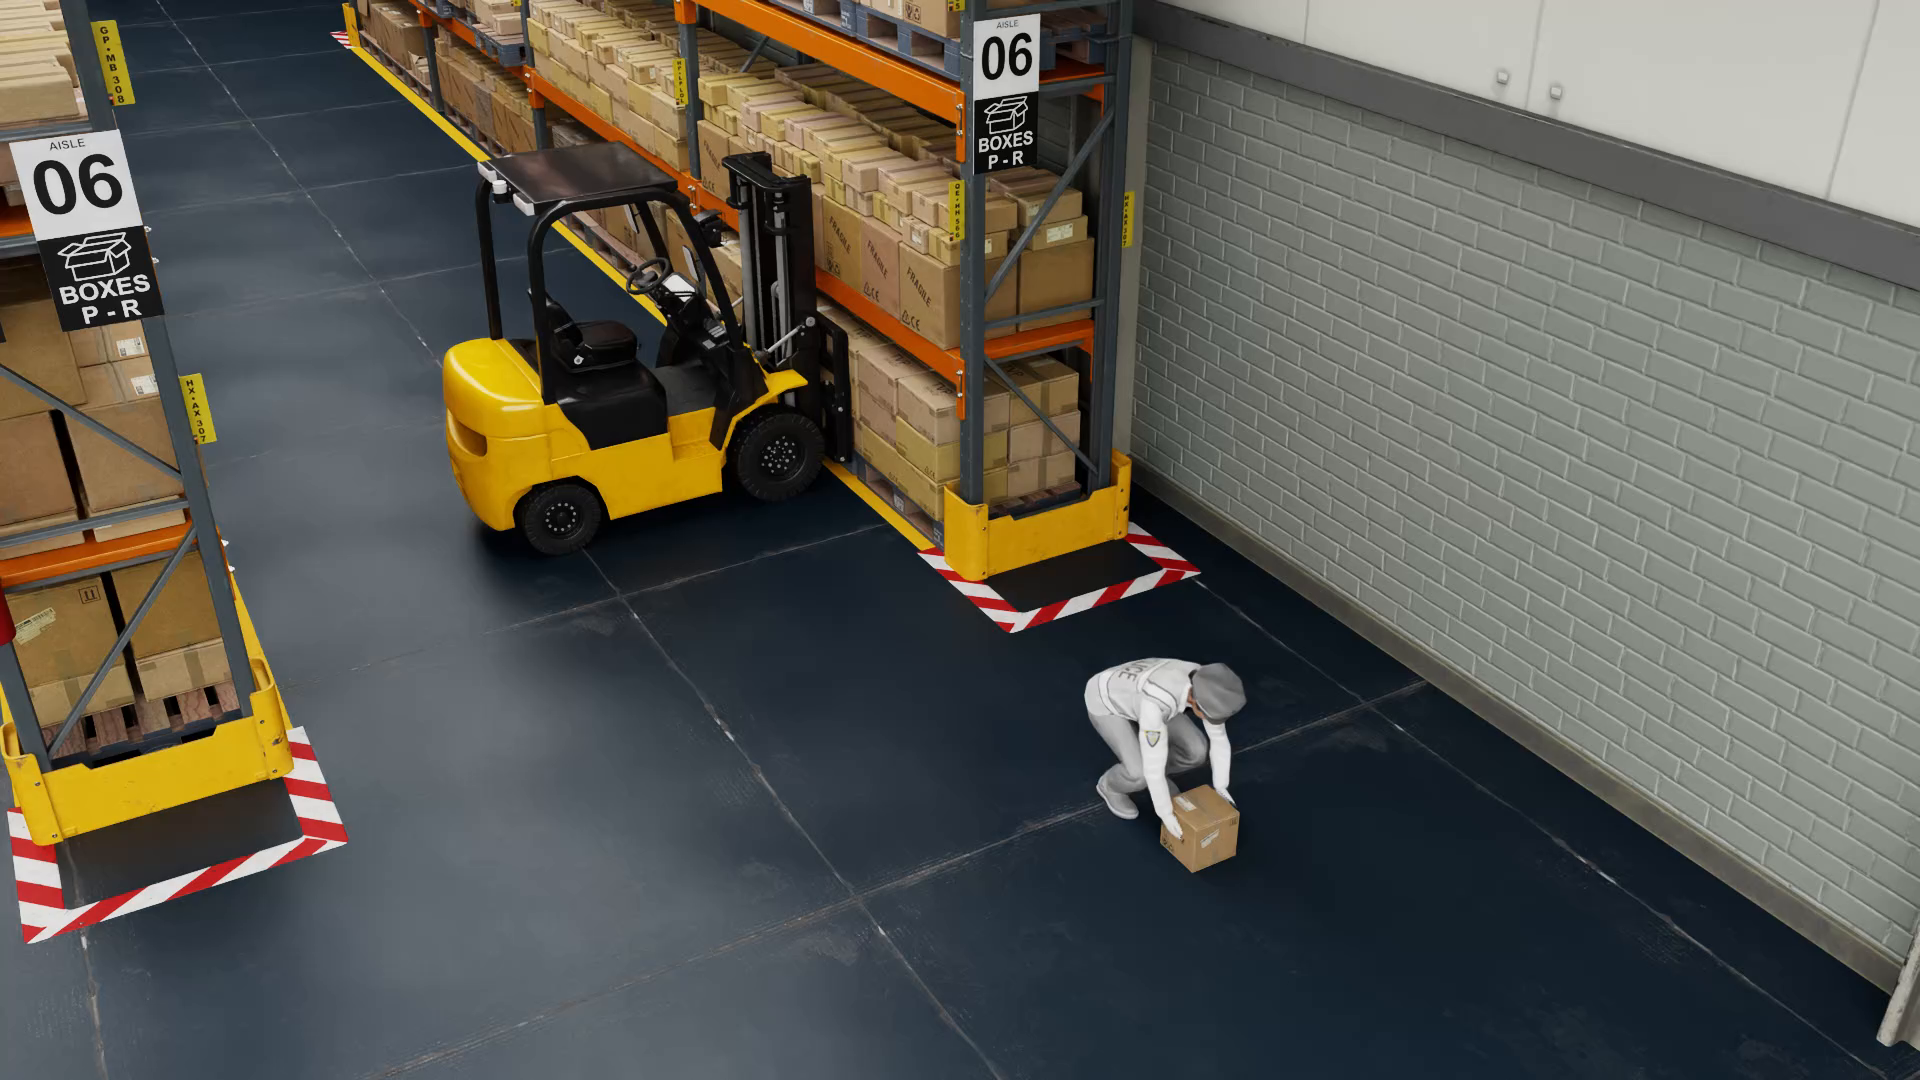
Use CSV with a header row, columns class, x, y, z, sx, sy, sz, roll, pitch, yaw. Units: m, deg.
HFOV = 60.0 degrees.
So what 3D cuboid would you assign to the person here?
class,x,y,z,sx,sy,sz,roll,pitch,yaw
person,0.949,0.877,7.728,0.492,0.946,0.850,-16,33,-26
